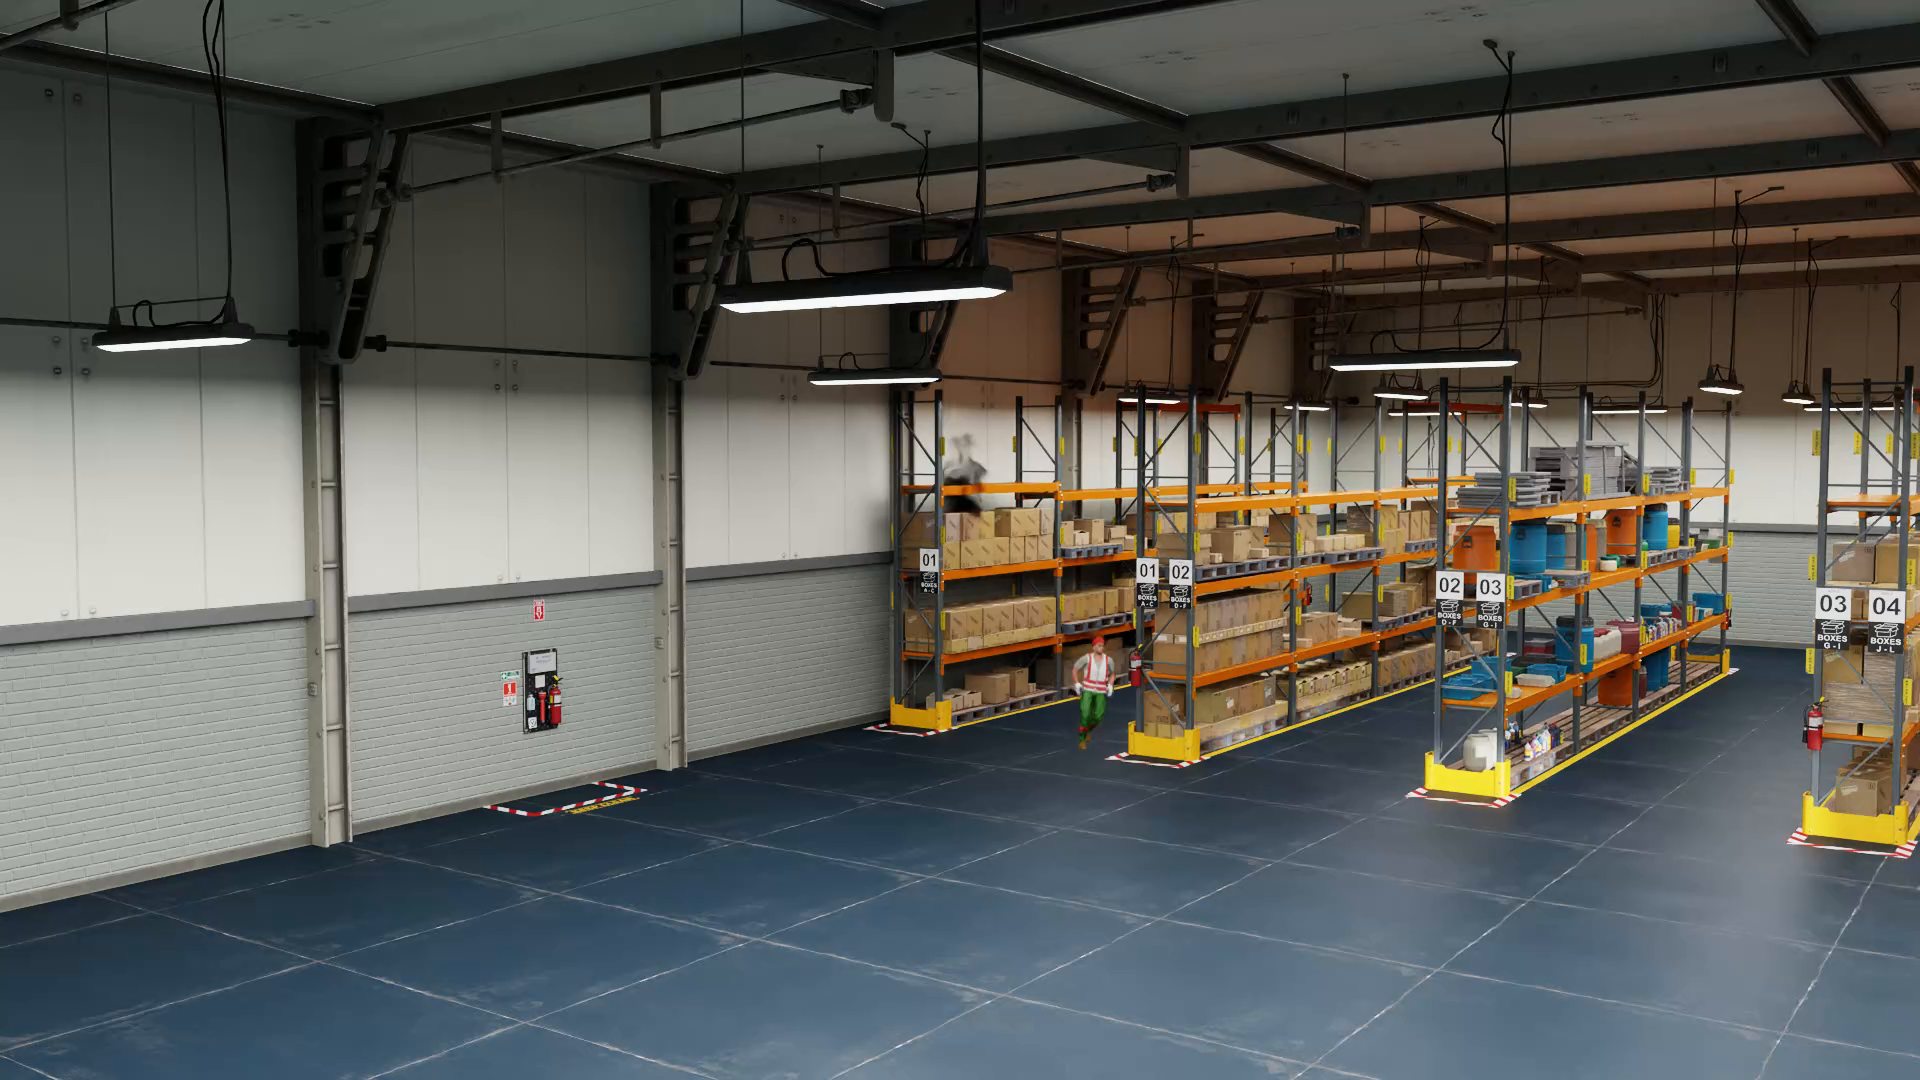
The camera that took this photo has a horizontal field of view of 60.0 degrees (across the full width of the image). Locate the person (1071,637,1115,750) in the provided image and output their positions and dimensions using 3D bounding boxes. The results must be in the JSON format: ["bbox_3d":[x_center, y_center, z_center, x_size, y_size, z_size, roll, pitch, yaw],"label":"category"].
[{"bbox_3d":[2.108,2.391,26.118,0.706,1.750,0.536,0,3,-6],"label":"person"}]
